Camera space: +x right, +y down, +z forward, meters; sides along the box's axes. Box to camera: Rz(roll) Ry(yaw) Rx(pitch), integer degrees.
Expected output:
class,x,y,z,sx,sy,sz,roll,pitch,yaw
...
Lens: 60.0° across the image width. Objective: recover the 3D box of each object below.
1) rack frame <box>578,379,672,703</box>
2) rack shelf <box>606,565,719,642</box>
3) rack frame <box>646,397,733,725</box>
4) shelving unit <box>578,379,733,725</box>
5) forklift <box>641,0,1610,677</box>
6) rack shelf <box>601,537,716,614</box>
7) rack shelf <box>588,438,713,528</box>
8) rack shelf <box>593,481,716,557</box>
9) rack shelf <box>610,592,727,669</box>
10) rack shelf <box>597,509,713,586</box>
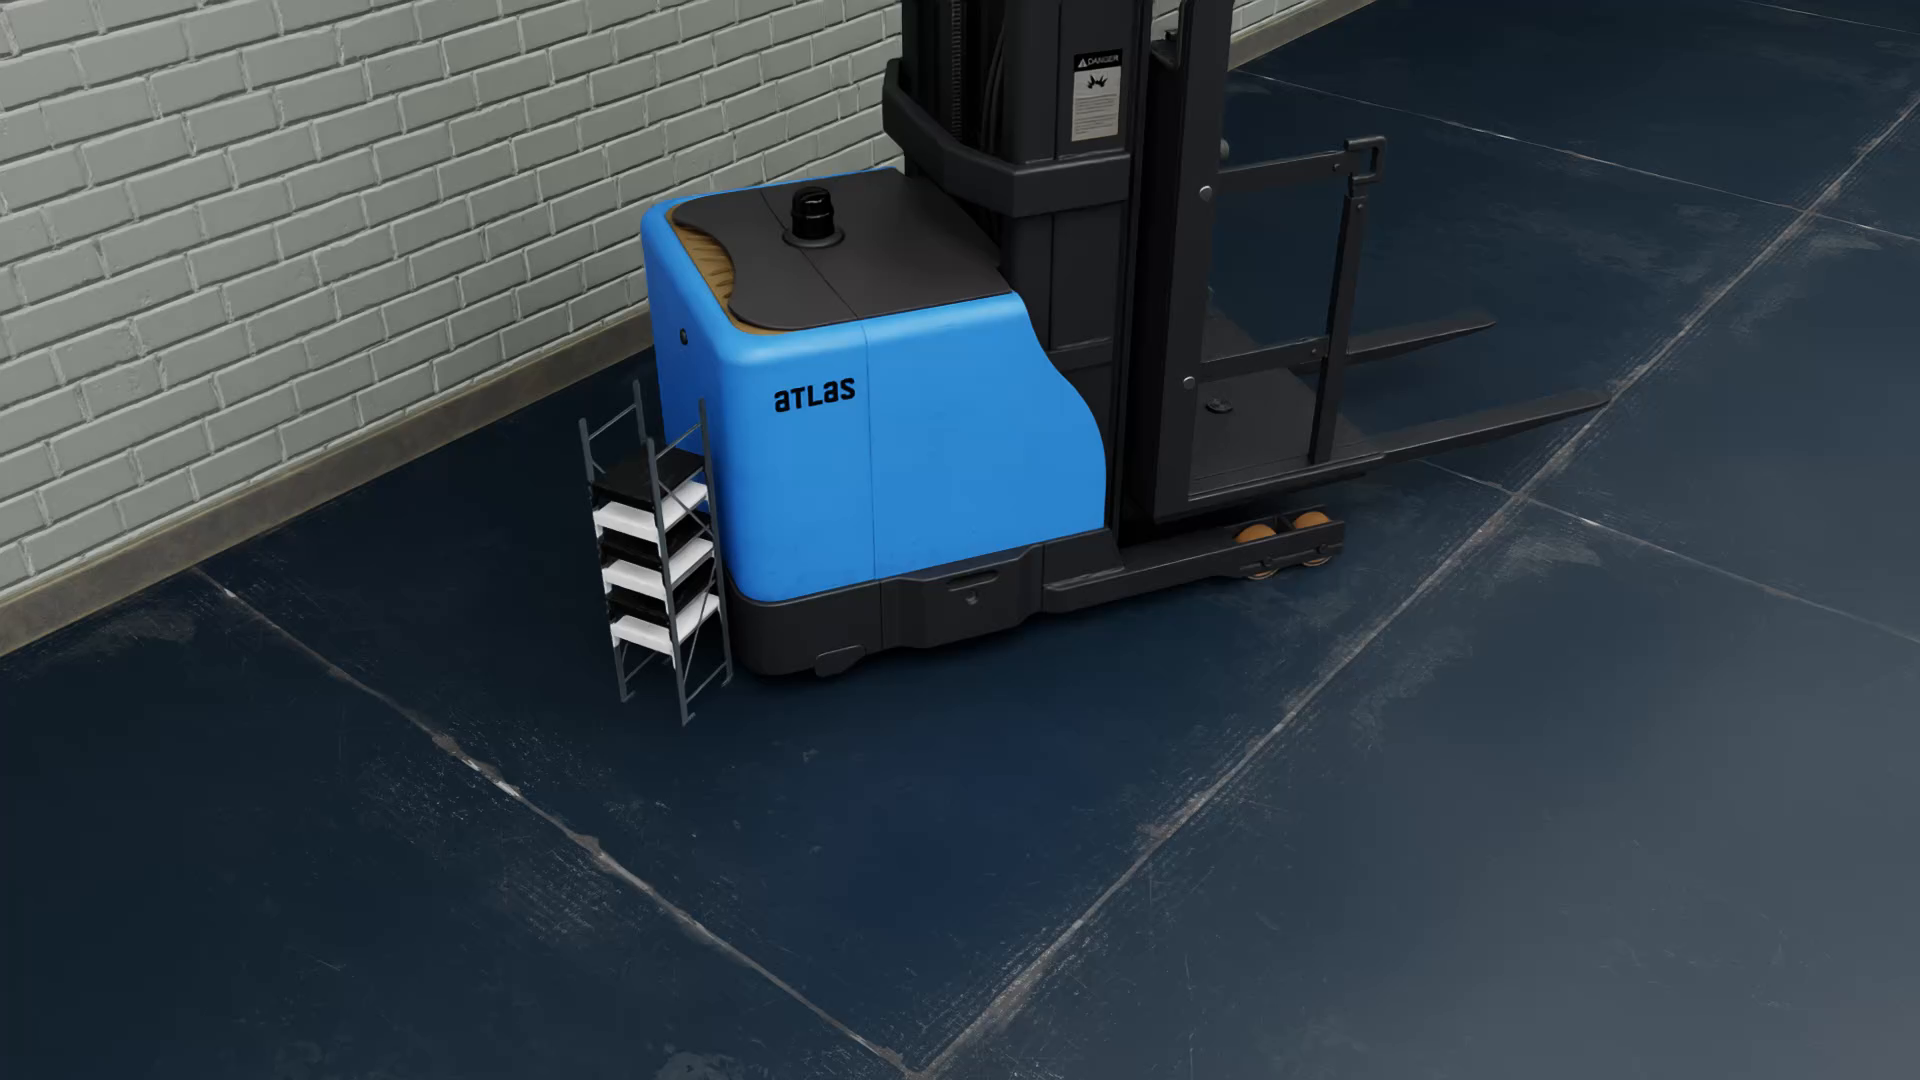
class,x,y,z,sx,sy,sz,roll,pitch,yaw
rack frame,-0.879,0.019,4.427,0.006,0.900,0.240,16,38,22
rack shelf,-0.788,0.147,4.458,0.200,0.077,0.258,16,38,22
rack frame,-0.698,0.071,4.350,0.006,0.900,0.240,16,38,22
shelving unit,-0.789,0.045,4.389,0.210,0.900,0.258,16,38,22
forklift,0.641,-1.351,4.629,3.031,2.935,1.130,-13,36,-18
rack shelf,-0.789,0.073,4.408,0.200,0.077,0.258,16,38,22
rack shelf,-0.789,-0.150,4.255,0.200,0.077,0.258,16,38,22
rack shelf,-0.789,-0.076,4.306,0.200,0.077,0.258,16,38,22
rack shelf,-0.788,0.221,4.509,0.200,0.077,0.258,16,38,22
rack shelf,-0.789,-0.001,4.357,0.200,0.077,0.258,16,38,22
